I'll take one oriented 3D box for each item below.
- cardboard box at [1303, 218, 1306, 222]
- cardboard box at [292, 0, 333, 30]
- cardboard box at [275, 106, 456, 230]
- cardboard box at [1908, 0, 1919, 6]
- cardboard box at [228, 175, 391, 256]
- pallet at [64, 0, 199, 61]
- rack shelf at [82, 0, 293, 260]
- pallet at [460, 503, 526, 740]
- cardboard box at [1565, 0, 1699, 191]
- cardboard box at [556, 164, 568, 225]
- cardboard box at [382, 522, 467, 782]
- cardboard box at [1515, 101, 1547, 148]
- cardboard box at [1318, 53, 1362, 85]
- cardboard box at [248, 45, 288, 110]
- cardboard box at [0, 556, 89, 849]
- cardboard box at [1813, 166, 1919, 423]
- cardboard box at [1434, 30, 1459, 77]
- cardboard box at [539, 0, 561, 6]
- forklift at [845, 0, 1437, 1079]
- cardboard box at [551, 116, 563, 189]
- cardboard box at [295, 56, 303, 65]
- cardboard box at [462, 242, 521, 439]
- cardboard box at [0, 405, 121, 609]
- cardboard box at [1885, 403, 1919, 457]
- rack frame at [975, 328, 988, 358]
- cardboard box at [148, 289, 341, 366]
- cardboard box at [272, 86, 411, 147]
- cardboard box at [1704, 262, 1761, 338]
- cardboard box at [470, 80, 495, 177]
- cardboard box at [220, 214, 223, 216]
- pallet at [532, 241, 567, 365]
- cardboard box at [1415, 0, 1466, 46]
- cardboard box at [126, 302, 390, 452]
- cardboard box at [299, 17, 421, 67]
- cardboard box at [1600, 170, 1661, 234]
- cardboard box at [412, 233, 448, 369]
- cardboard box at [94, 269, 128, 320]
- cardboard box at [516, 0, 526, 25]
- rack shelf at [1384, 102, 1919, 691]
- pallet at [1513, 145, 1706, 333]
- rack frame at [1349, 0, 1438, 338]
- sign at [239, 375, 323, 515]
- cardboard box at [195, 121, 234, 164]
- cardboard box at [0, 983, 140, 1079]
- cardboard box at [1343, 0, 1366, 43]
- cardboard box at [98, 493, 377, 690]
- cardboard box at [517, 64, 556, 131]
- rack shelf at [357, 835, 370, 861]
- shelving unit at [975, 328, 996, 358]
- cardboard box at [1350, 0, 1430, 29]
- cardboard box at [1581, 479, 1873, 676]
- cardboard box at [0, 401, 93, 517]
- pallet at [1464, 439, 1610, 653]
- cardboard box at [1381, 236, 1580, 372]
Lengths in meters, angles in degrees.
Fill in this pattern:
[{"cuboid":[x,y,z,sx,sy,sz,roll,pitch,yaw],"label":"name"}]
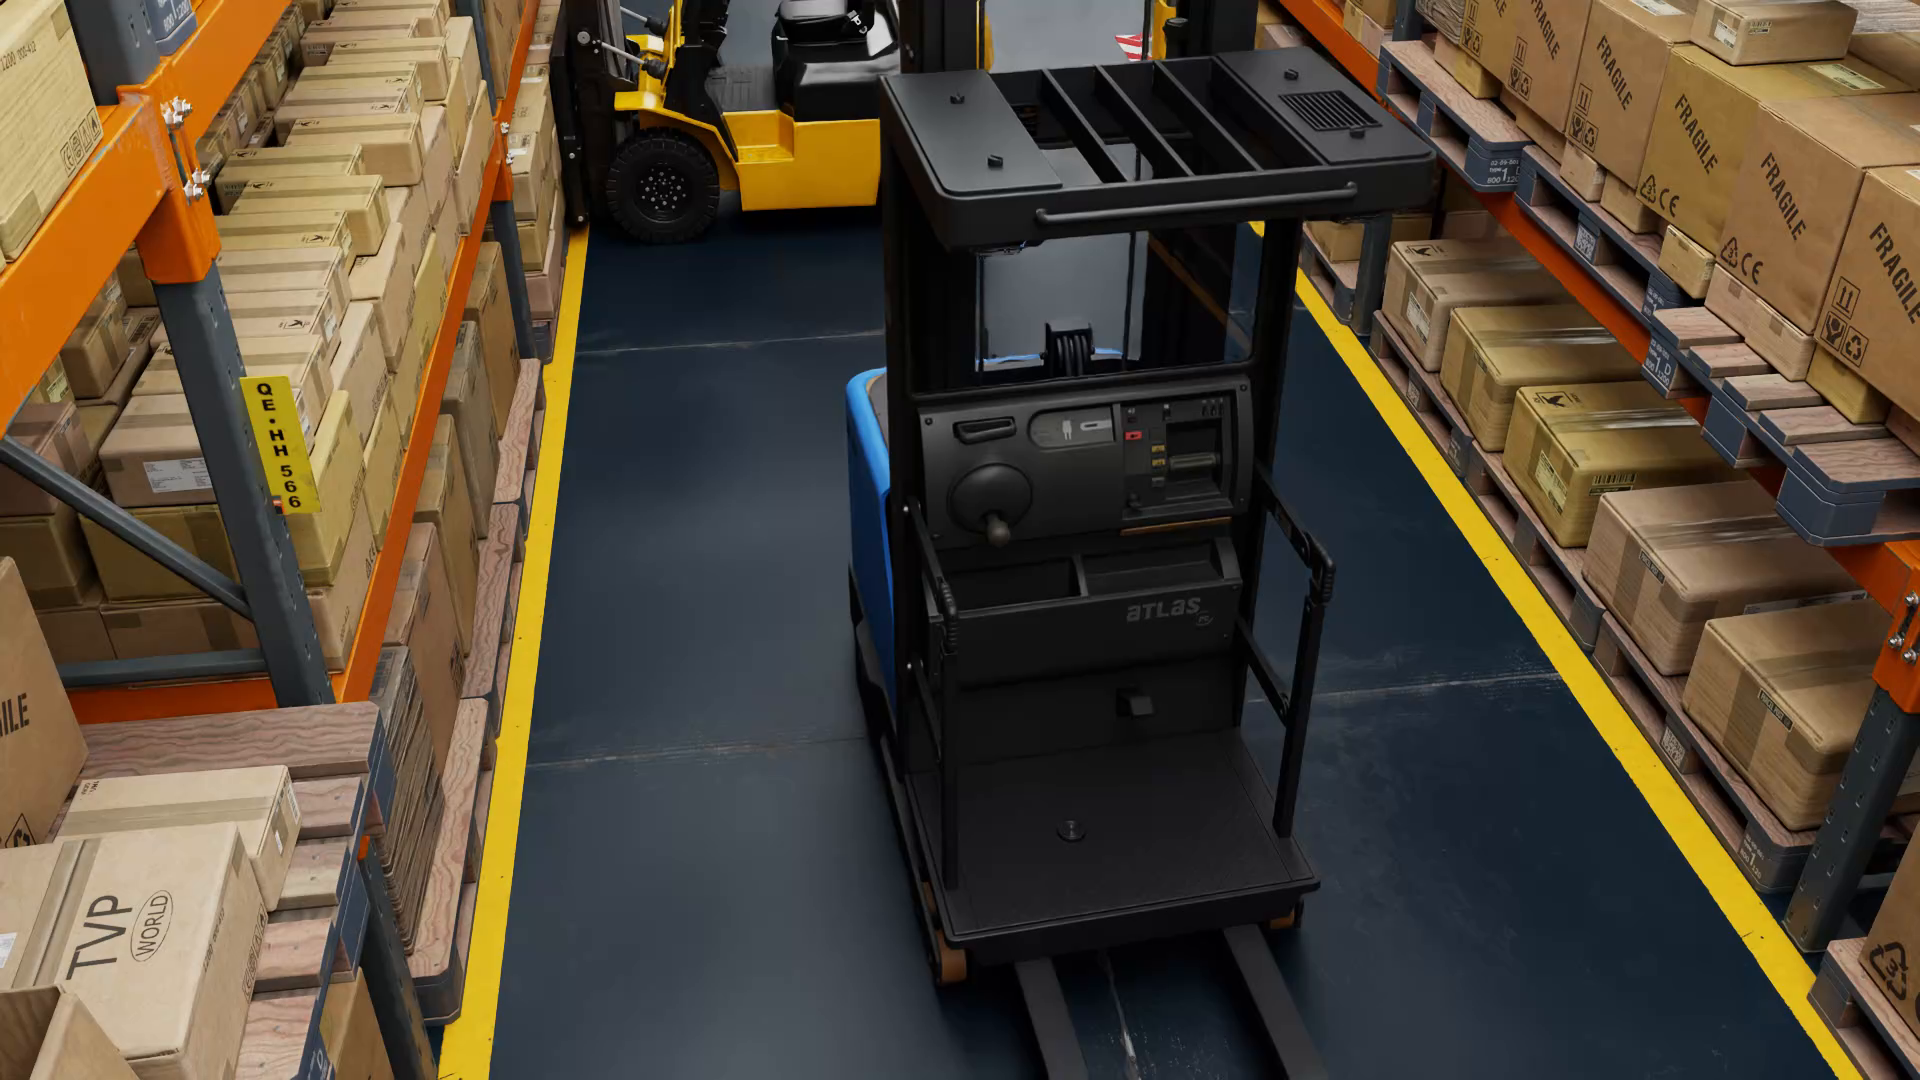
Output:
[{"cuboid":[2.023,-1.952,9.020,0.500,0.250,0.500,-5,35,-8],"label":"cardboard box"},{"cuboid":[-2.633,-2.028,6.398,0.380,0.149,0.250,-5,35,-7],"label":"cardboard box"},{"cuboid":[-2.009,-1.249,5.608,0.500,0.250,0.500,-4,34,-5],"label":"cardboard box"},{"cuboid":[6.961,-3.895,11.315,0.875,0.875,0.875,-4,34,-6],"label":"cardboard box"},{"cuboid":[-1.865,-0.928,4.783,0.380,0.149,0.250,-4,34,-5],"label":"cardboard box"},{"cuboid":[-2.109,-1.232,3.399,1.213,0.211,1.003,-3,34,-4],"label":"pallet"},{"cuboid":[-2.199,-1.757,4.640,1.077,0.370,4.000,-4,35,-6],"label":"rack shelf"},{"cuboid":[-2.162,0.312,6.105,1.003,0.211,1.213,-4,35,-6],"label":"pallet"},{"cuboid":[2.430,-1.521,5.593,0.500,0.500,0.500,-6,35,-8],"label":"cardboard box"},{"cuboid":[-2.373,-1.831,8.842,0.500,0.250,0.500,-4,34,-6],"label":"cardboard box"},{"cuboid":[-2.096,0.396,5.242,0.875,0.625,0.625,-3,34,-5],"label":"cardboard box"},{"cuboid":[2.344,-1.607,6.295,0.380,0.149,0.250,-4,34,-6],"label":"cardboard box"},{"cuboid":[2.035,-2.250,8.791,0.500,0.500,0.500,-4,34,-6],"label":"cardboard box"},{"cuboid":[-2.561,-1.594,5.761,0.380,0.149,0.250,-5,35,-7],"label":"cardboard box"},{"cuboid":[-2.015,0.385,3.059,0.500,0.500,0.500,-3,34,-4],"label":"cardboard box"},{"cuboid":[2.652,-0.647,4.310,0.500,0.500,0.500,-5,35,-8],"label":"cardboard box"},{"cuboid":[2.212,-2.046,6.940,0.380,0.149,0.250,-4,34,-6],"label":"cardboard box"},{"cuboid":[-2.560,-3.096,9.810,0.500,0.250,0.500,-4,34,-6],"label":"cardboard box"},{"cuboid":[0.399,-0.150,4.368,1.130,2.935,3.031,-7,35,-10],"label":"forklift"},{"cuboid":[-2.353,-2.031,8.691,0.500,0.250,0.500,-5,35,-7],"label":"cardboard box"},{"cuboid":[-2.653,-1.773,6.377,0.500,0.250,0.500,-5,35,-7],"label":"cardboard box"},{"cuboid":[-2.386,-0.833,7.045,0.875,0.625,0.625,-3,34,-4],"label":"cardboard box"},{"cuboid":[-2.265,-0.073,3.883,0.500,0.250,0.500,-4,34,-5],"label":"cardboard box"},{"cuboid":[2.711,-0.312,4.394,0.380,0.149,0.250,-3,34,-5],"label":"cardboard box"},{"cuboid":[-0.013,-0.424,6.573,0.240,0.900,0.006,-4,35,-6],"label":"rack frame"},{"cuboid":[-1.778,-0.499,4.154,0.380,0.149,0.250,-3,34,-5],"label":"cardboard box"},{"cuboid":[-2.000,-1.356,5.411,0.380,0.149,0.250,-4,34,-6],"label":"cardboard box"},{"cuboid":[2.499,-0.734,5.014,0.380,0.149,0.250,-6,35,-9],"label":"cardboard box"},{"cuboid":[-2.141,-1.608,6.579,0.500,0.250,0.500,-4,34,-5],"label":"cardboard box"},{"cuboid":[-2.461,-0.919,5.125,0.500,0.250,0.500,-5,35,-7],"label":"cardboard box"},{"cuboid":[-2.533,-1.226,8.361,1.003,0.211,1.213,-4,35,-6],"label":"pallet"},{"cuboid":[2.229,-2.364,6.829,0.500,0.500,0.500,-4,34,-5],"label":"cardboard box"},{"cuboid":[-1.813,-0.389,4.347,0.500,0.250,0.500,-3,34,-5],"label":"cardboard box"},{"cuboid":[-2.168,-1.783,6.039,0.380,0.149,0.250,-4,35,-6],"label":"cardboard box"},{"cuboid":[2.424,-1.170,5.654,0.380,0.149,0.250,-5,35,-8],"label":"cardboard box"},{"cuboid":[-1.954,-0.761,5.336,0.500,0.250,0.500,-3,34,-5],"label":"cardboard box"},{"cuboid":[-2.396,-0.593,4.292,0.380,0.149,0.250,-5,35,-7],"label":"cardboard box"},{"cuboid":[-2.424,-2.812,8.123,0.500,0.500,0.500,-5,35,-7],"label":"cardboard box"},{"cuboid":[2.719,-0.896,6.040,1.077,0.370,4.000,-4,35,-6],"label":"rack shelf"},{"cuboid":[2.682,-1.099,5.870,1.003,0.211,1.213,-4,35,-6],"label":"pallet"},{"cuboid":[2.451,-2.309,7.475,1.000,3.000,0.127,-4,35,-6],"label":"rack frame"},{"cuboid":[-1.393,-0.191,3.409,0.100,0.325,0.005,-4,35,-6],"label":"sign"},{"cuboid":[-2.474,-1.174,5.144,0.380,0.149,0.250,-4,34,-6],"label":"cardboard box"},{"cuboid":[-1.527,0.982,2.181,0.797,0.503,0.637,-5,35,-7],"label":"cardboard box"},{"cuboid":[2.065,-2.500,7.978,0.380,0.149,0.250,-4,34,-5],"label":"cardboard box"},{"cuboid":[-1.747,0.097,4.077,0.500,0.250,0.500,-4,35,-6],"label":"cardboard box"},{"cuboid":[-2.359,-2.238,8.551,0.500,0.250,0.500,-3,34,-5],"label":"cardboard box"},{"cuboid":[-1.661,1.714,2.210,1.077,0.370,4.000,-4,35,-6],"label":"rack shelf"},{"cuboid":[0.001,-0.367,6.490,0.258,0.900,0.210,-4,35,-6],"label":"shelving unit"},{"cuboid":[2.144,-2.702,7.699,0.500,0.500,0.500,-5,35,-8],"label":"cardboard box"},{"cuboid":[2.815,0.108,5.888,0.950,0.372,0.625,-5,35,-7],"label":"cardboard box"},{"cuboid":[-2.174,-0.174,3.678,0.380,0.149,0.250,-3,34,-5],"label":"cardboard box"},{"cuboid":[2.724,-0.040,6.621,1.003,0.211,1.213,-4,35,-6],"label":"pallet"},{"cuboid":[2.524,-1.104,7.667,0.950,0.372,0.625,-4,34,-6],"label":"cardboard box"}]
